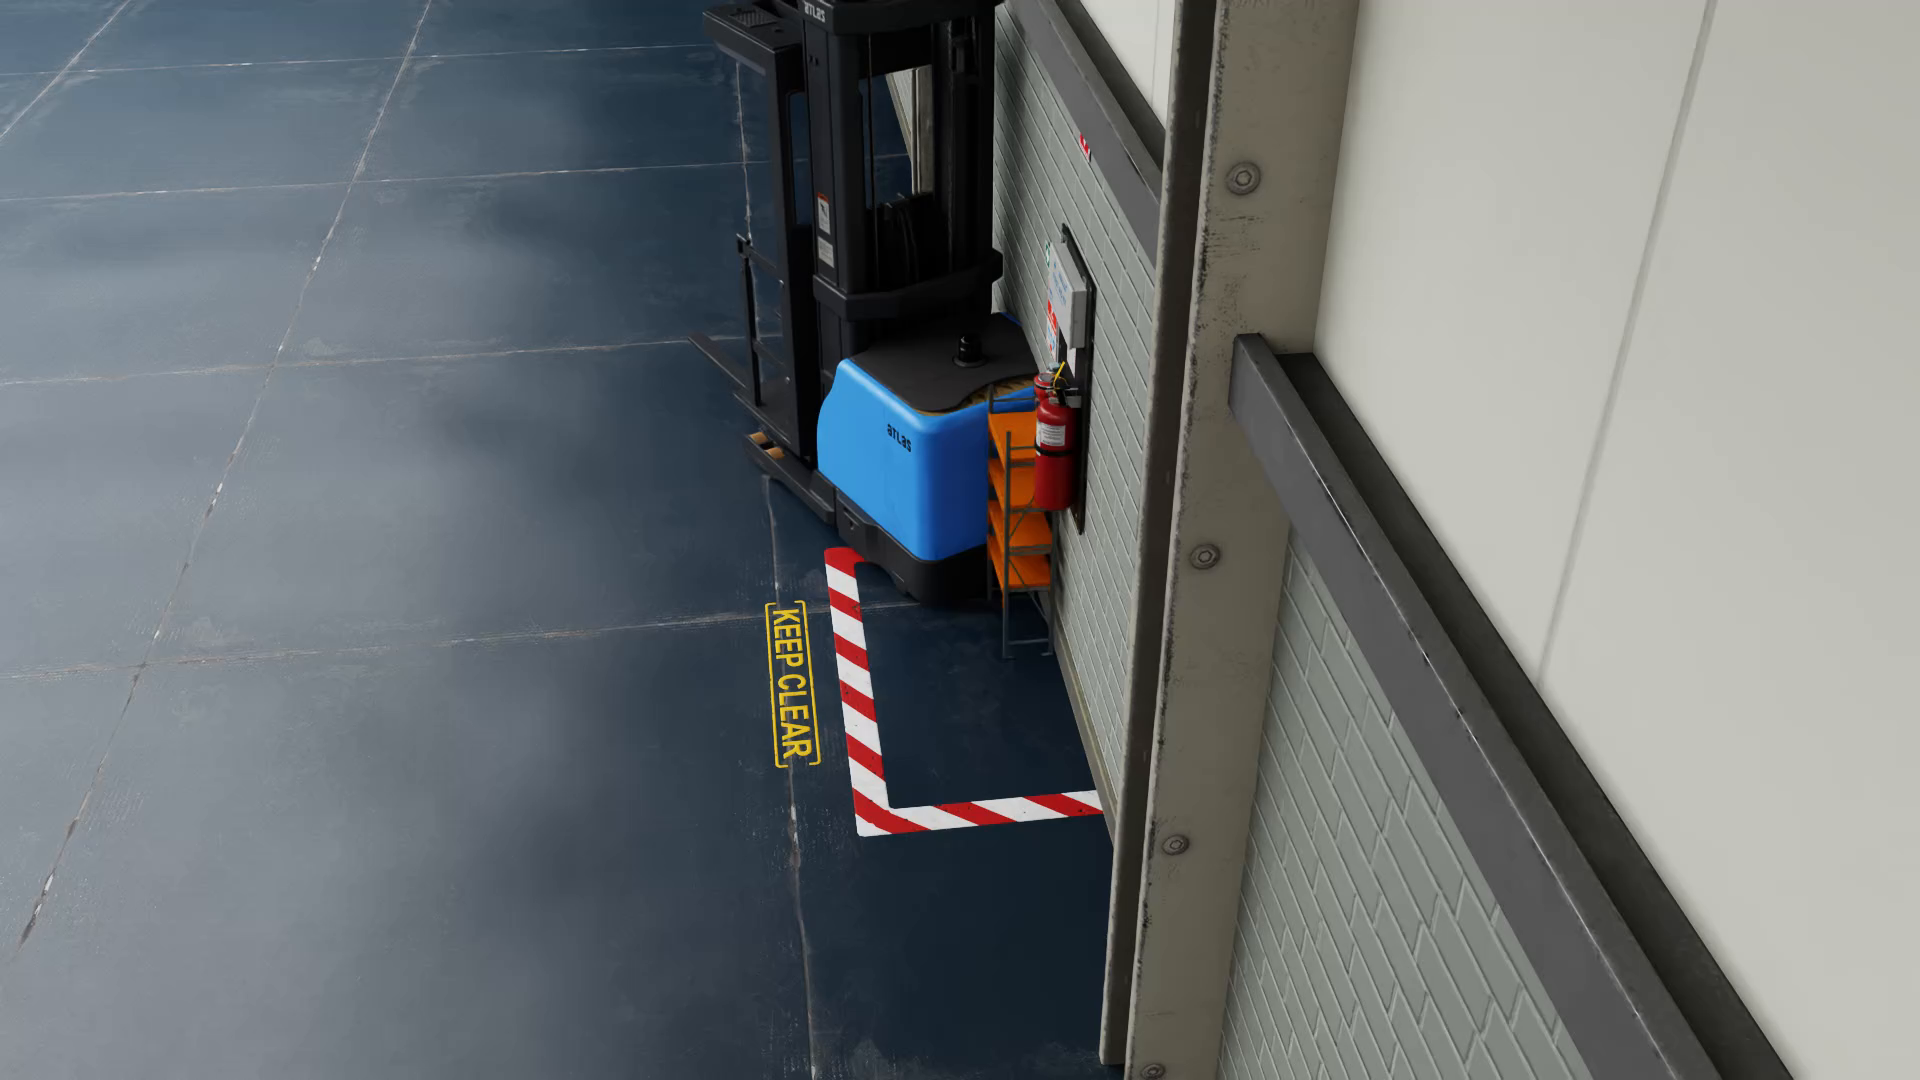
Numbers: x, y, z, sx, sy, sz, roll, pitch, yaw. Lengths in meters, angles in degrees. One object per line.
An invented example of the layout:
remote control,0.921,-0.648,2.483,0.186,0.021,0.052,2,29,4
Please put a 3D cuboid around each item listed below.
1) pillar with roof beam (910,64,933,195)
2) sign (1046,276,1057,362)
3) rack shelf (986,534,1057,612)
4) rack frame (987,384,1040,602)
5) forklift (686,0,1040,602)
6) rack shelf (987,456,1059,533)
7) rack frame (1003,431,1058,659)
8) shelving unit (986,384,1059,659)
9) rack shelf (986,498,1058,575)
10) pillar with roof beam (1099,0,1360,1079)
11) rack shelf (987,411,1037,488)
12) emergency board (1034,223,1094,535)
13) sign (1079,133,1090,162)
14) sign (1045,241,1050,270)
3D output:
pillar with roof beam,-4.390,-4.786,7.782,9.100,9.000,0.400,-4,35,-6
sign,0.416,-0.997,7.518,0.001,0.329,0.234,-4,35,-6
rack shelf,0.289,0.142,7.941,0.258,0.148,0.480,-4,31,-7
rack frame,0.255,-0.210,8.014,0.240,1.200,0.015,-4,31,-7
forklift,-0.569,-1.694,8.633,1.130,2.935,3.031,-21,39,-27
rack shelf,0.288,-0.222,7.726,0.258,0.148,0.480,-4,31,-7
rack frame,0.322,0.035,7.598,0.240,1.200,0.015,-4,31,-7
shelving unit,0.289,-0.087,7.806,0.258,1.200,0.503,-4,31,-7
rack shelf,0.289,-0.029,7.840,0.258,0.148,0.480,-4,31,-7
pillar with roof beam,-3.583,-1.437,2.869,9.100,9.000,0.400,-4,35,-6
rack shelf,0.288,-0.426,7.606,0.258,0.148,0.480,-4,31,-7
emergency board,0.388,-0.666,7.064,0.194,1.169,0.643,-4,35,-6
sign,0.485,-1.636,6.429,0.001,0.298,0.199,-4,35,-6
sign,0.407,-1.213,7.364,0.001,0.109,0.331,-4,35,-6
